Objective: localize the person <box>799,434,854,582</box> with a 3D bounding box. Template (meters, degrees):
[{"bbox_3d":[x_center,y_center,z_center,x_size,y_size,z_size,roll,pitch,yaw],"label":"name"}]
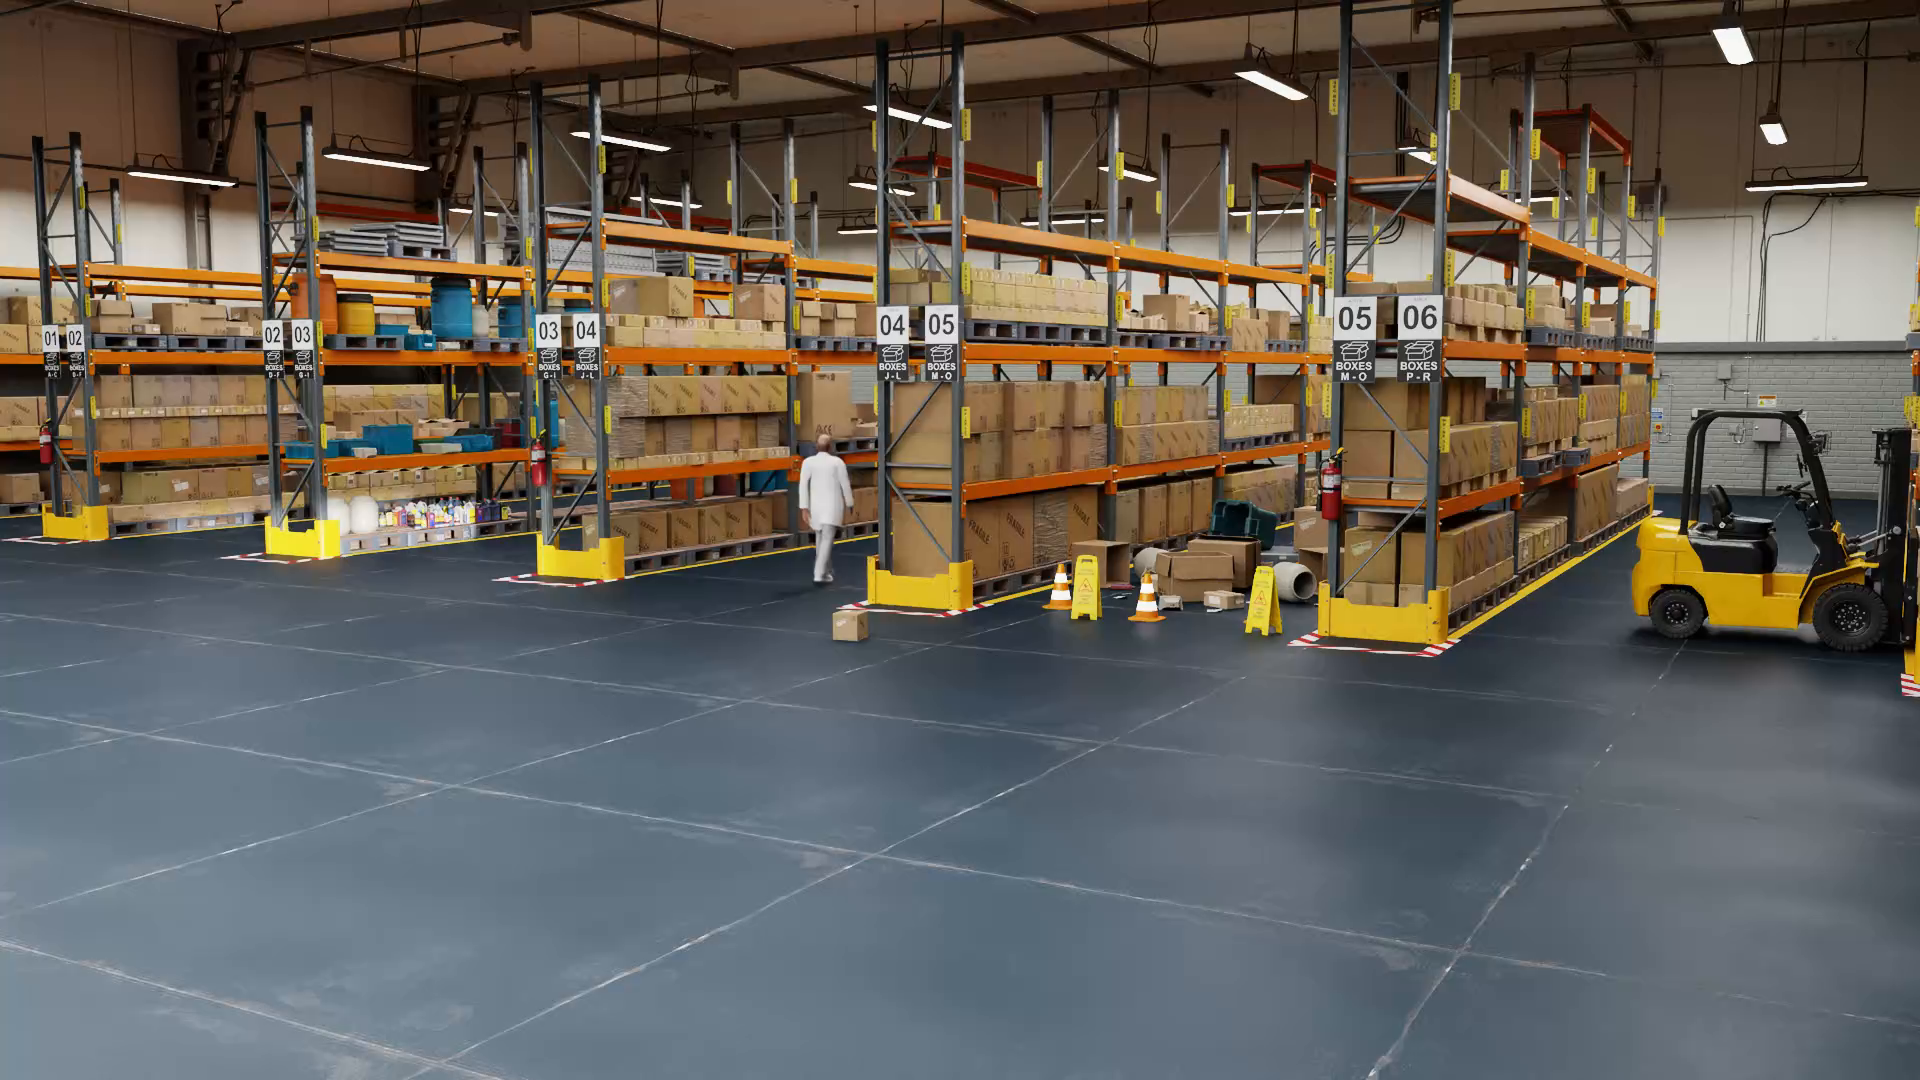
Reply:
[{"bbox_3d":[-1.559,-0.395,19.779,0.584,1.733,1.034,2,6,15],"label":"person"}]
